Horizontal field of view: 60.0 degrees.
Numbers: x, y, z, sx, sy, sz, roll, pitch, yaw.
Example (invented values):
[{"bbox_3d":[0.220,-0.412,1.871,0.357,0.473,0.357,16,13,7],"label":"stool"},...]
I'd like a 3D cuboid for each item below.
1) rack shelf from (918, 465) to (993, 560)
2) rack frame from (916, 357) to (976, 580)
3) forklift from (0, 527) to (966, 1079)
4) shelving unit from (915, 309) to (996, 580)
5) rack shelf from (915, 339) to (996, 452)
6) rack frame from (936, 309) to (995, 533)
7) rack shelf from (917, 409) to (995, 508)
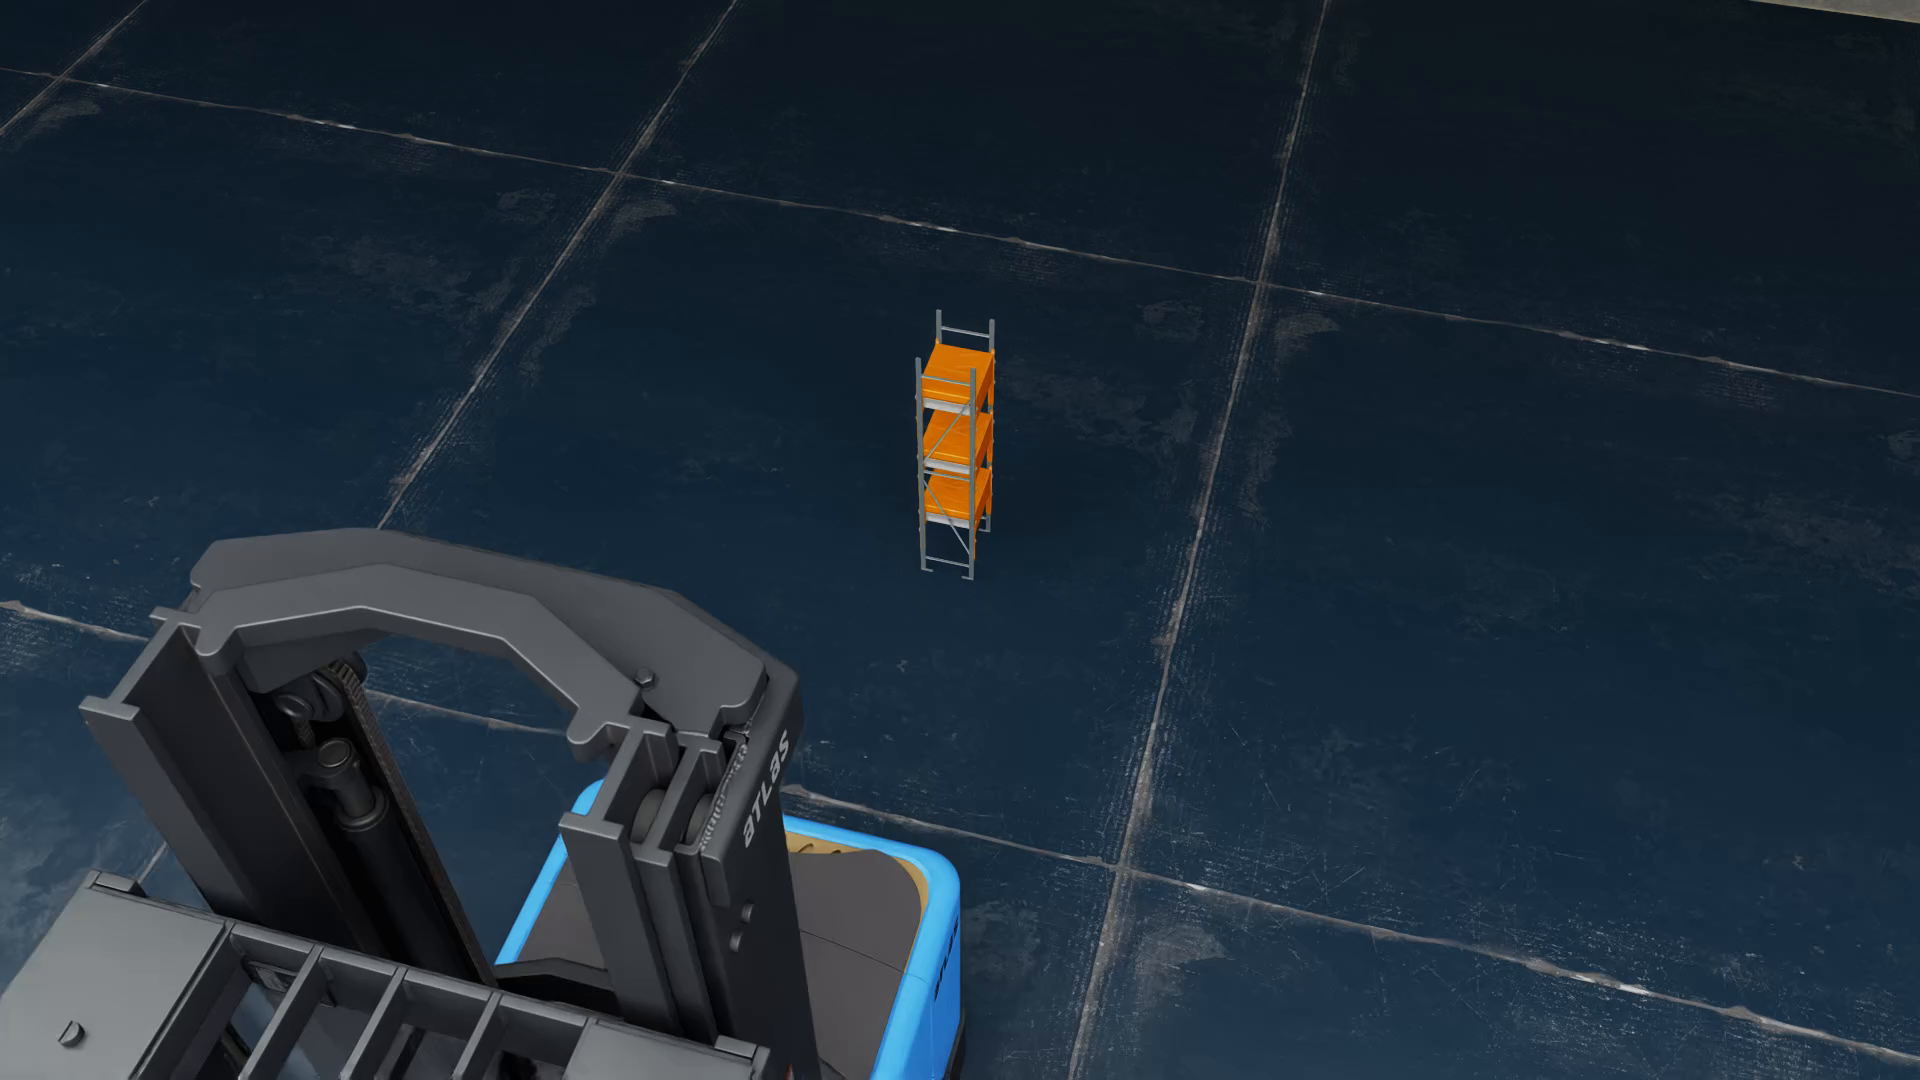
[{"bbox_3d":[-0.014,-0.118,6.039,0.215,0.259,0.240,12,50,10],"label":"rack shelf"},{"bbox_3d":[-0.046,-0.220,5.744,0.200,1.050,0.008,12,50,10],"label":"rack frame"},{"bbox_3d":[-0.865,1.500,2.971,1.130,2.935,3.031,12,50,10],"label":"forklift"},{"bbox_3d":[-0.014,-0.309,5.822,0.215,1.050,0.252,12,50,10],"label":"shelving unit"},{"bbox_3d":[-0.014,-0.489,5.617,0.215,0.259,0.240,12,50,10],"label":"rack shelf"},{"bbox_3d":[0.018,-0.397,5.900,0.200,1.050,0.008,12,50,10],"label":"rack frame"},{"bbox_3d":[-0.014,-0.302,5.830,0.215,0.259,0.240,12,50,10],"label":"rack shelf"}]
